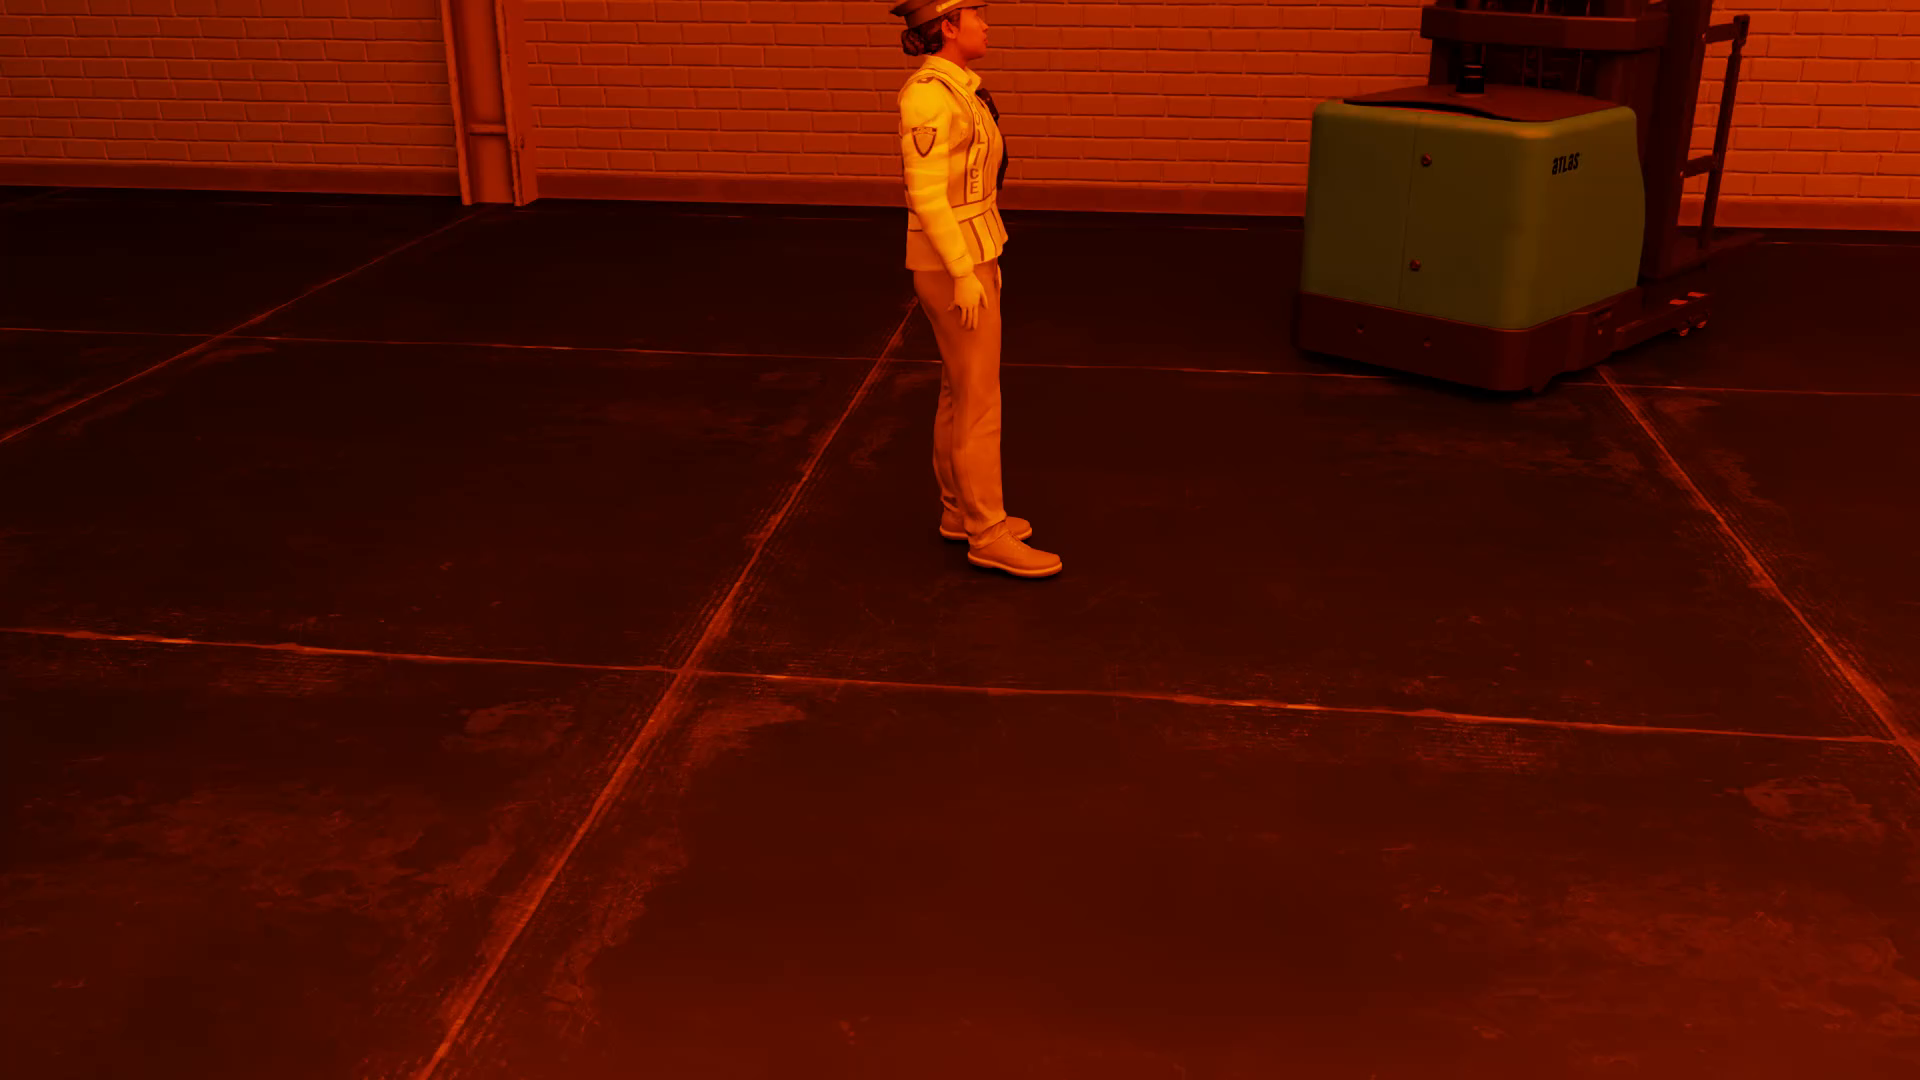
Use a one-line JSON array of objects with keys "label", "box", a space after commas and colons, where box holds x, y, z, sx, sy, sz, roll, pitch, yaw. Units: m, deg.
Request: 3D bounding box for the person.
[{"label": "person", "box": [0.066, -0.787, 4.844, 0.534, 1.696, 0.587, 3, 22, 7]}]

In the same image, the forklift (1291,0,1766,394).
[{"label": "forklift", "box": [2.793, -2.389, 7.186, 1.130, 2.935, 3.031, 20, 29, 40]}]
